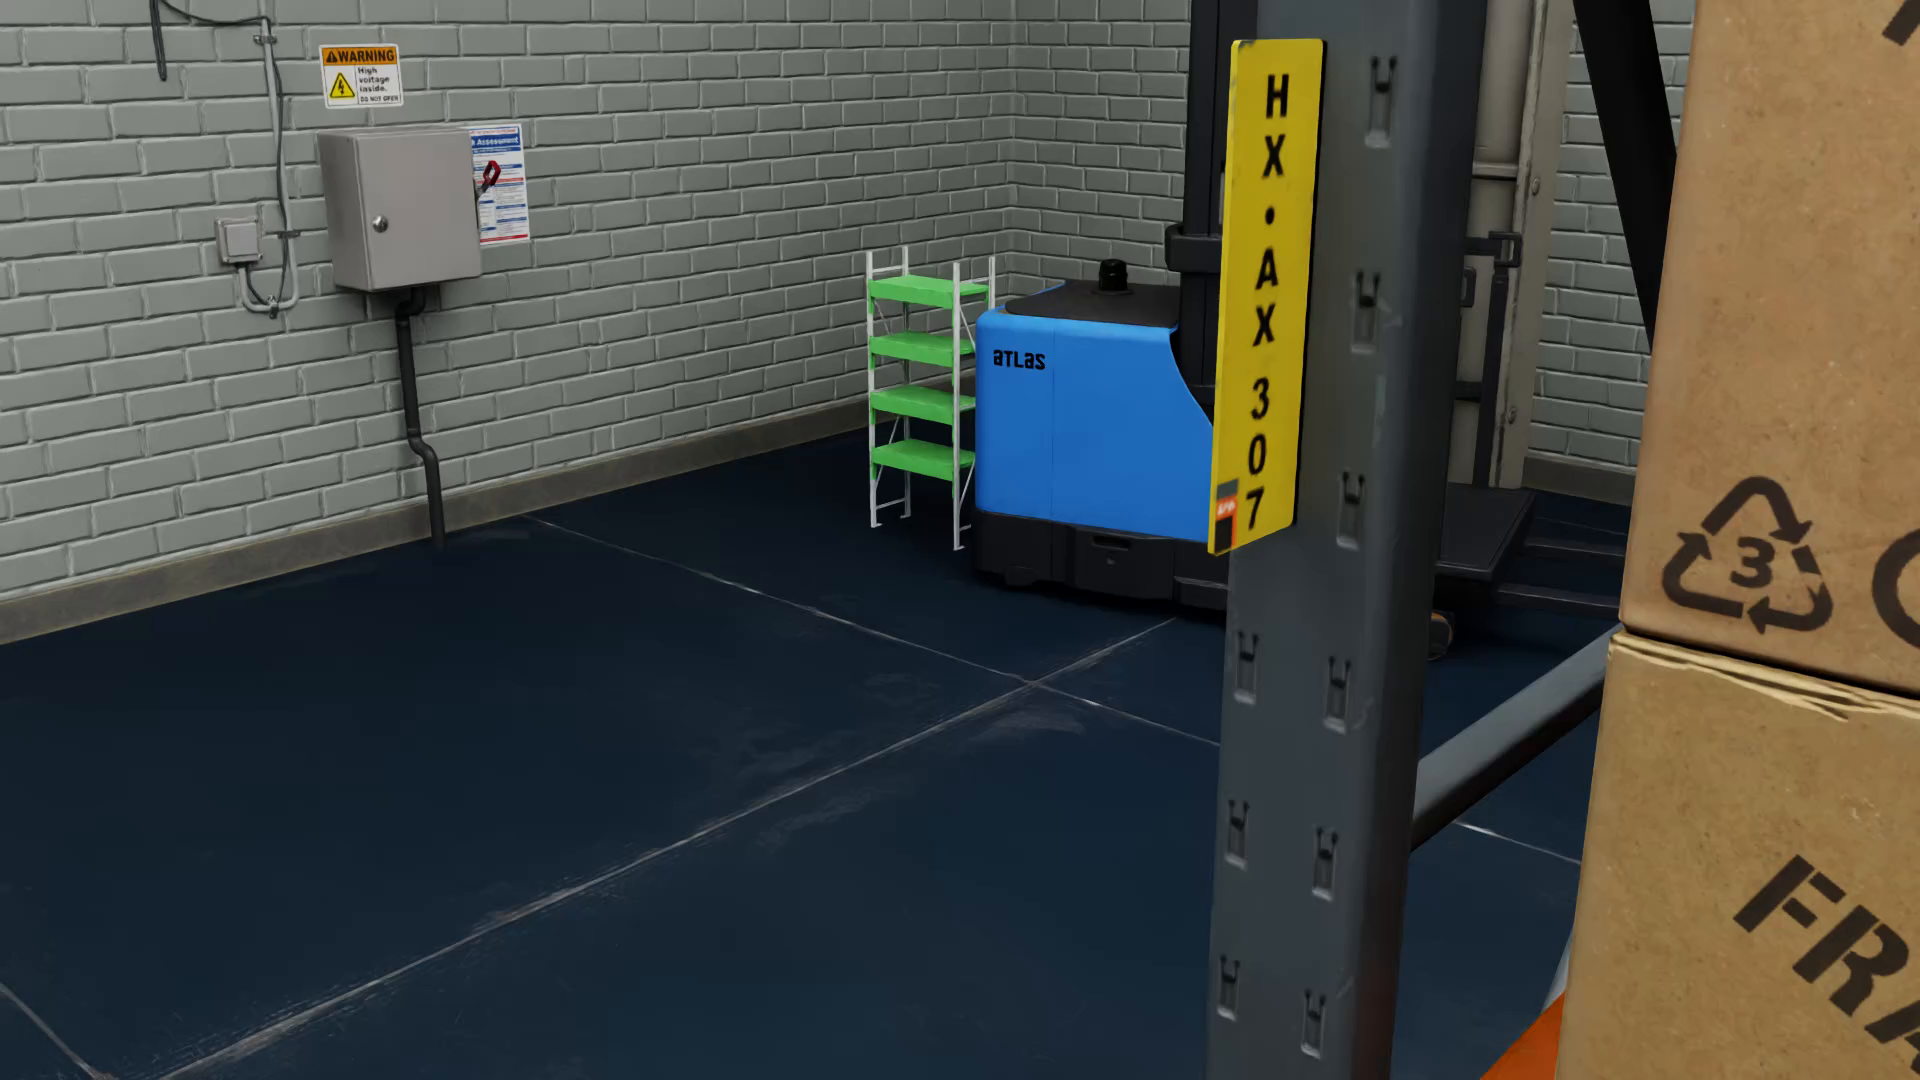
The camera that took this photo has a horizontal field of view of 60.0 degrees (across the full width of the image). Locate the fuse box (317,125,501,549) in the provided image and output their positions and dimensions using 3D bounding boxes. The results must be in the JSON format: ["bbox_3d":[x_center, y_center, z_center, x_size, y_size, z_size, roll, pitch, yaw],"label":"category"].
[{"bbox_3d":[-2.159,-0.788,6.766,0.414,1.711,0.539,15,23,39],"label":"fuse box"}]

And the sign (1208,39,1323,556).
[{"bbox_3d":[0.198,-0.155,1.080,0.005,0.325,0.100,15,23,39],"label":"sign"}]

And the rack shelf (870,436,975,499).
[{"bbox_3d":[-0.124,-0.315,7.127,0.480,0.148,0.258,15,23,39],"label":"rack shelf"}]

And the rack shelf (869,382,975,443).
[{"bbox_3d":[-0.124,-0.544,7.054,0.480,0.148,0.258,15,23,39],"label":"rack shelf"}]

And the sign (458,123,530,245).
[{"bbox_3d":[-1.986,-1.510,7.068,0.001,0.494,0.329,15,23,39],"label":"sign"}]

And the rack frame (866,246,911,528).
[{"bbox_3d":[-0.306,-0.654,7.189,0.015,1.200,0.240,15,23,39],"label":"rack frame"}]

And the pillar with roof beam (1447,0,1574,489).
[{"bbox_3d":[-0.413,-3.584,3.528,0.400,9.000,9.100,15,23,39],"label":"pillar with roof beam"}]

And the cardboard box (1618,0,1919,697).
[{"bbox_3d":[0.741,-0.193,0.942,0.500,0.500,0.500,14,23,38],"label":"cardboard box"}]

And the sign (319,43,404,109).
[{"bbox_3d":[-2.350,-1.825,6.538,0.001,0.242,0.339,15,23,39],"label":"sign"}]

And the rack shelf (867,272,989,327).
[{"bbox_3d":[-0.124,-1.002,6.909,0.480,0.148,0.258,15,23,39],"label":"rack shelf"}]

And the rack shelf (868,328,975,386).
[{"bbox_3d":[-0.124,-0.773,6.982,0.480,0.148,0.258,15,23,39],"label":"rack shelf"}]

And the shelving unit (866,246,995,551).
[{"bbox_3d":[-0.124,-0.605,7.035,0.503,1.200,0.258,15,23,39],"label":"shelving unit"}]

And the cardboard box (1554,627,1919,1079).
[{"bbox_3d":[0.739,0.284,1.091,0.500,0.500,0.500,15,23,39],"label":"cardboard box"}]

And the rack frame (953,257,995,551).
[{"bbox_3d":[0.059,-0.556,6.881,0.015,1.200,0.240,15,23,39],"label":"rack frame"}]

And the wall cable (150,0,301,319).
[{"bbox_3d":[-2.730,-1.764,6.030,0.122,1.984,0.588,15,23,39],"label":"wall cable"}]

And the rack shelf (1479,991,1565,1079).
[{"bbox_3d":[2.067,0.915,0.458,4.000,0.370,1.077,15,23,39],"label":"rack shelf"}]

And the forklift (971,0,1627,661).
[{"bbox_3d":[1.599,-1.160,5.922,3.031,2.935,1.130,8,19,25],"label":"forklift"}]
